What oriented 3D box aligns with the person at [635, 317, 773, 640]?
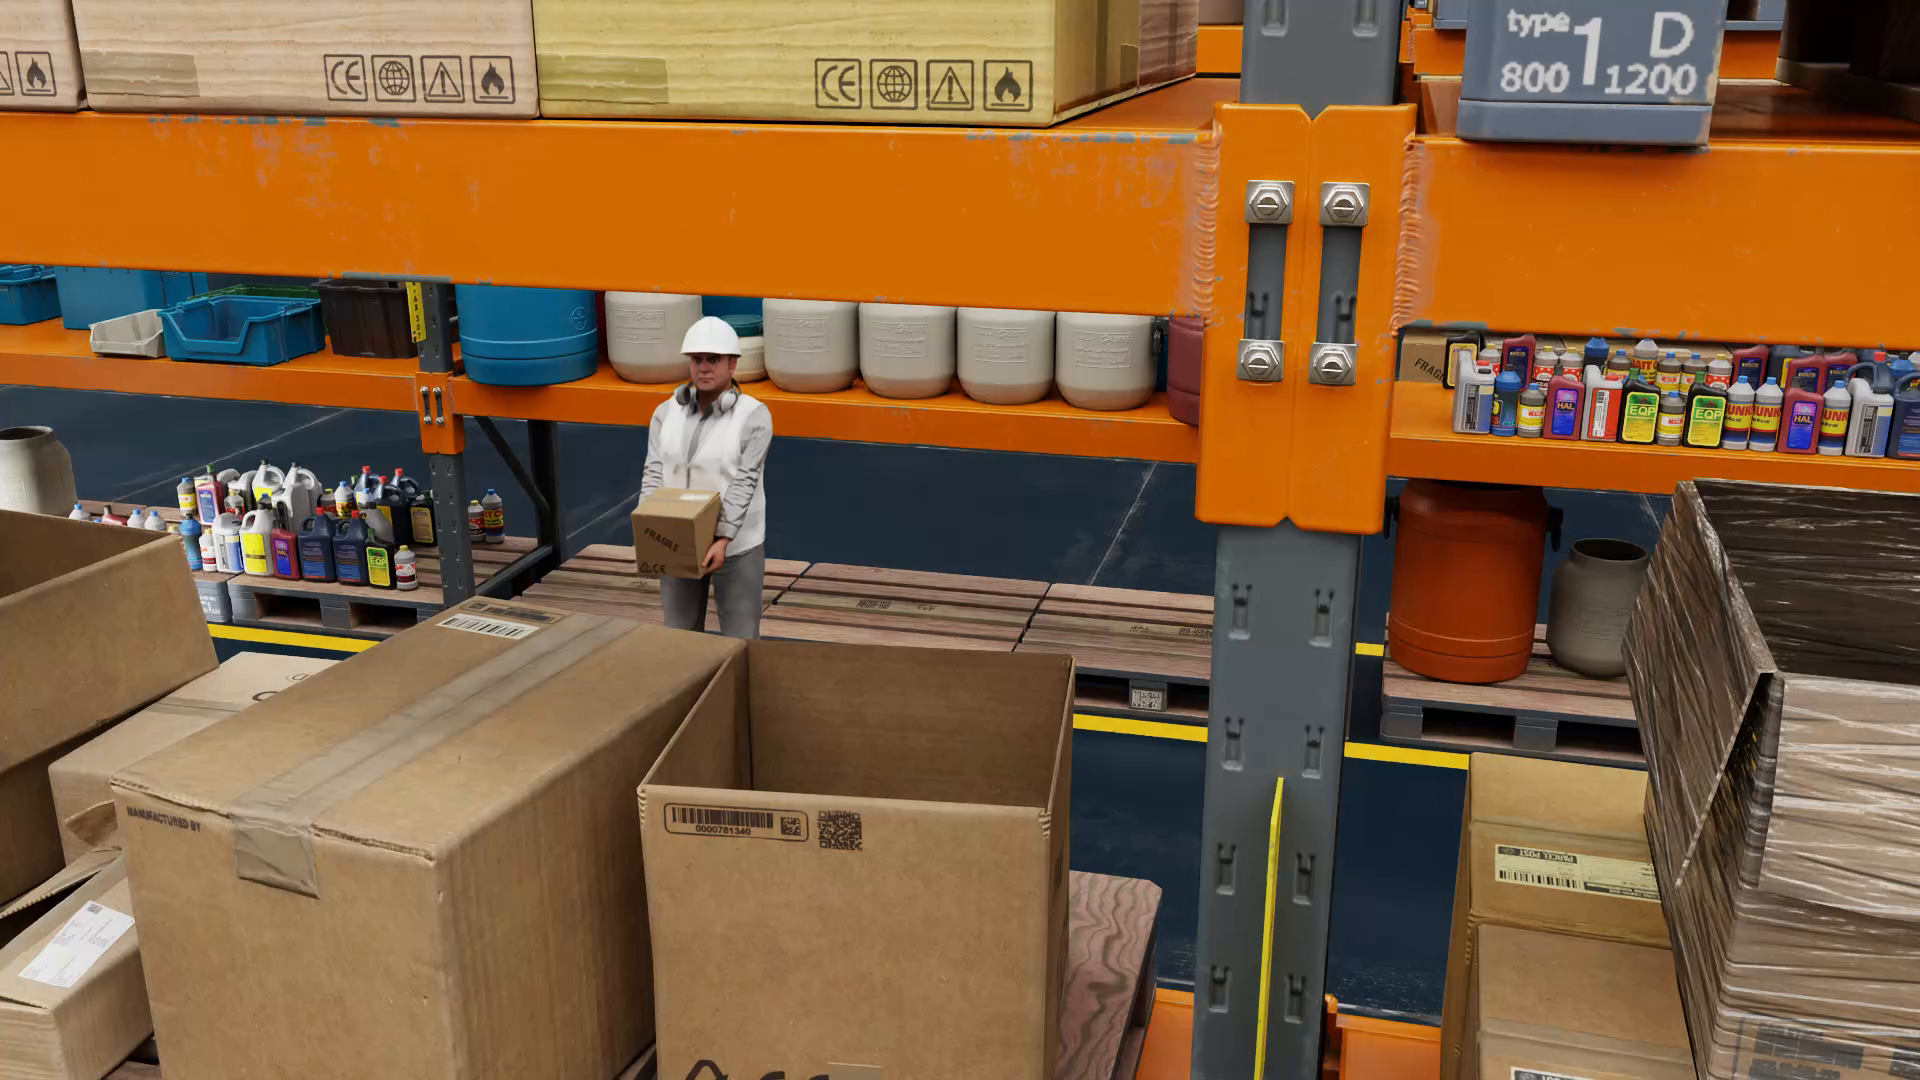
[{"bbox_3d":[-0.979,0.047,6.383,0.494,1.767,0.554,5,19,14],"label":"person"}]
